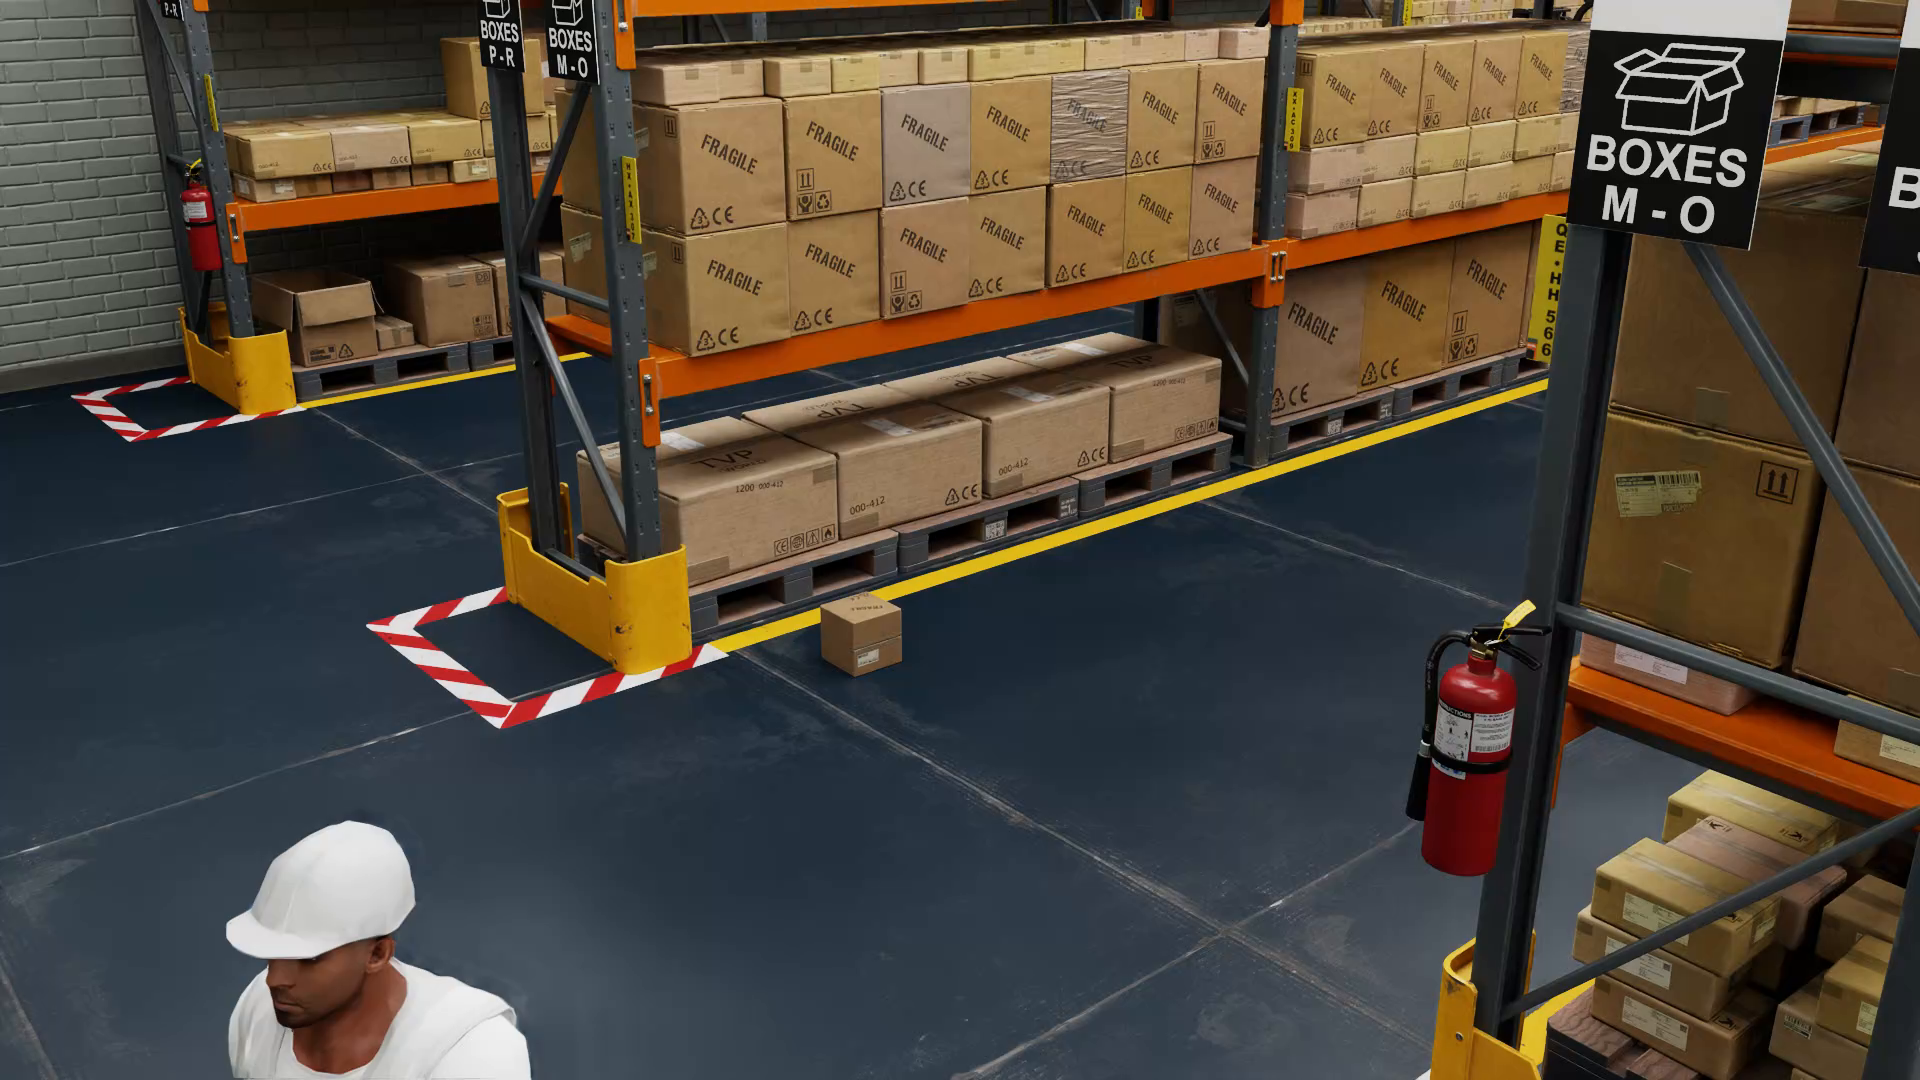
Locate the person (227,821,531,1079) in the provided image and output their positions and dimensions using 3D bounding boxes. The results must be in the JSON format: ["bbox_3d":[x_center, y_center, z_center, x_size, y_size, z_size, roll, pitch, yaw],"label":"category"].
[{"bbox_3d":[-0.953,1.275,2.642,0.589,1.712,0.990,6,22,14],"label":"person"}]
